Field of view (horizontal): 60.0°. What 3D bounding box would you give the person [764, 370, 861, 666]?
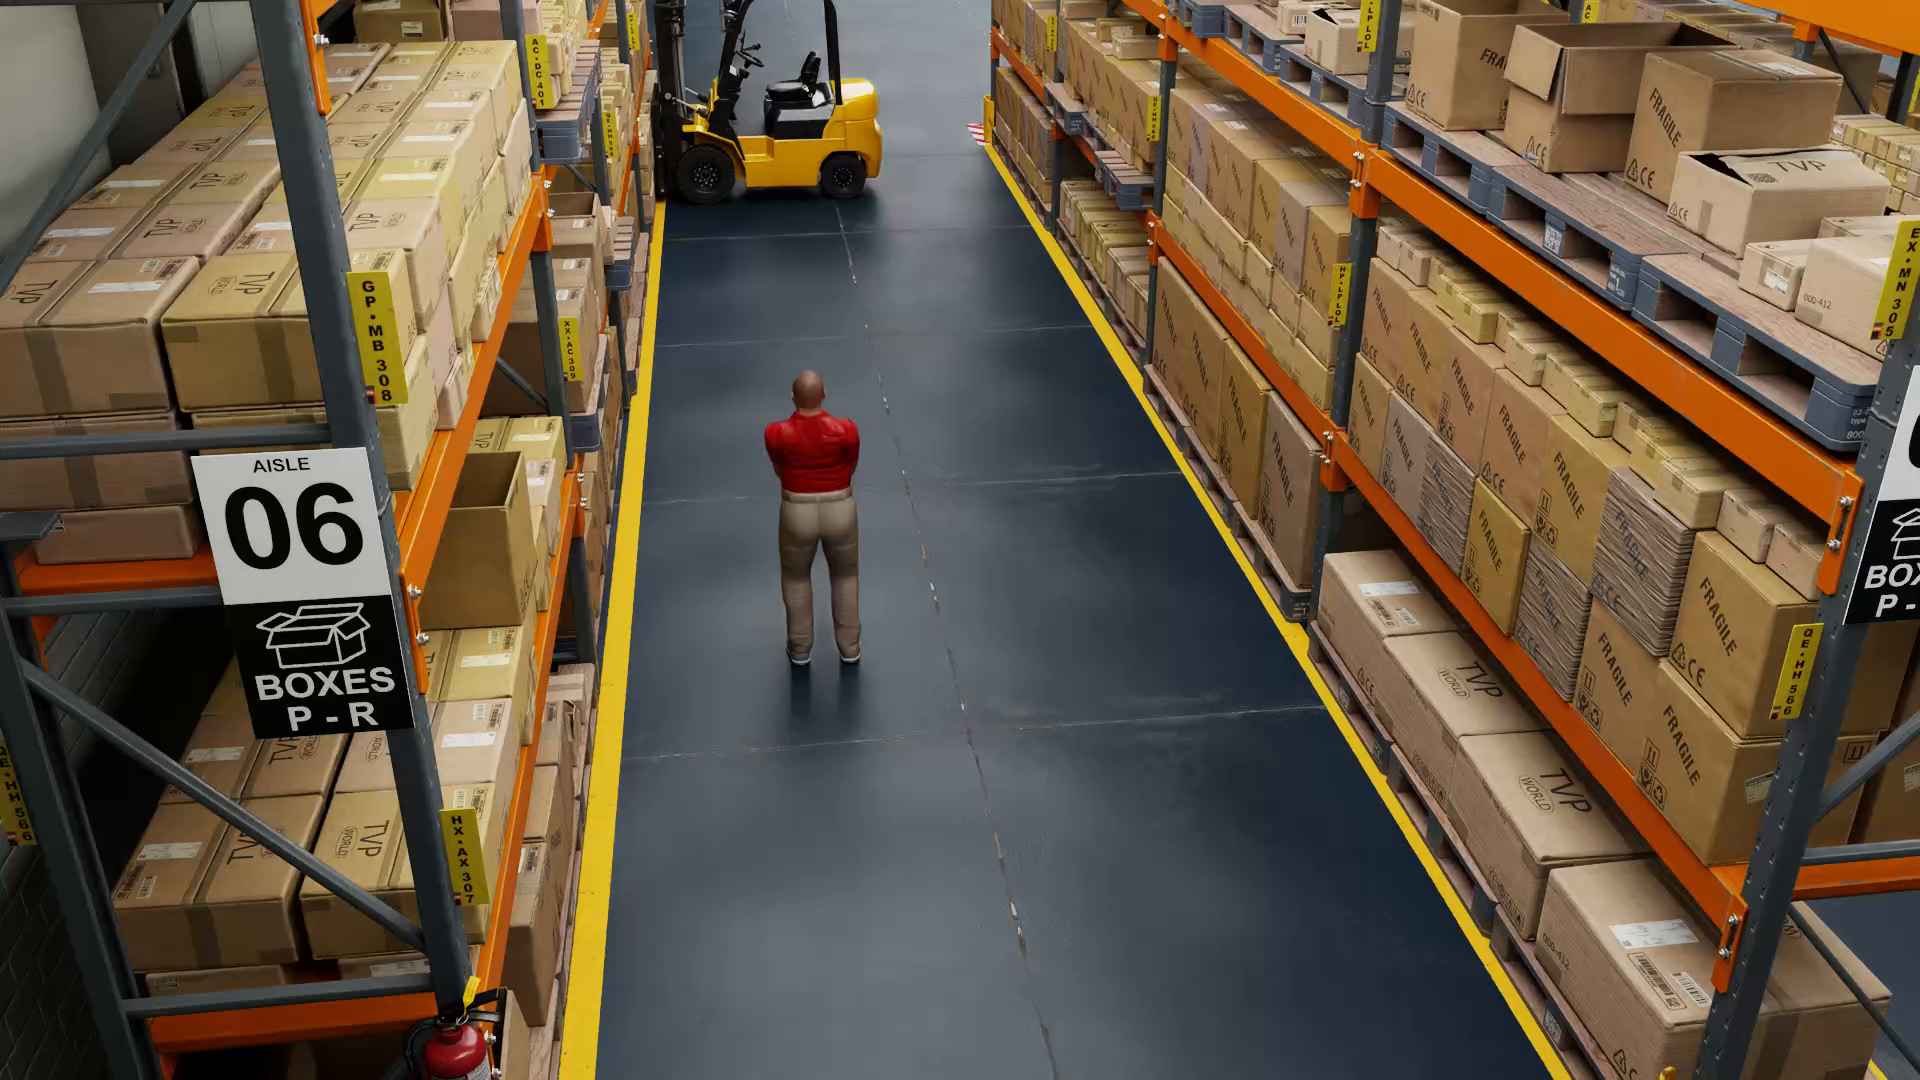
[{"bbox_3d":[-0.783,-0.163,8.970,0.494,1.715,0.537,-3,27,-6],"label":"person"}]
